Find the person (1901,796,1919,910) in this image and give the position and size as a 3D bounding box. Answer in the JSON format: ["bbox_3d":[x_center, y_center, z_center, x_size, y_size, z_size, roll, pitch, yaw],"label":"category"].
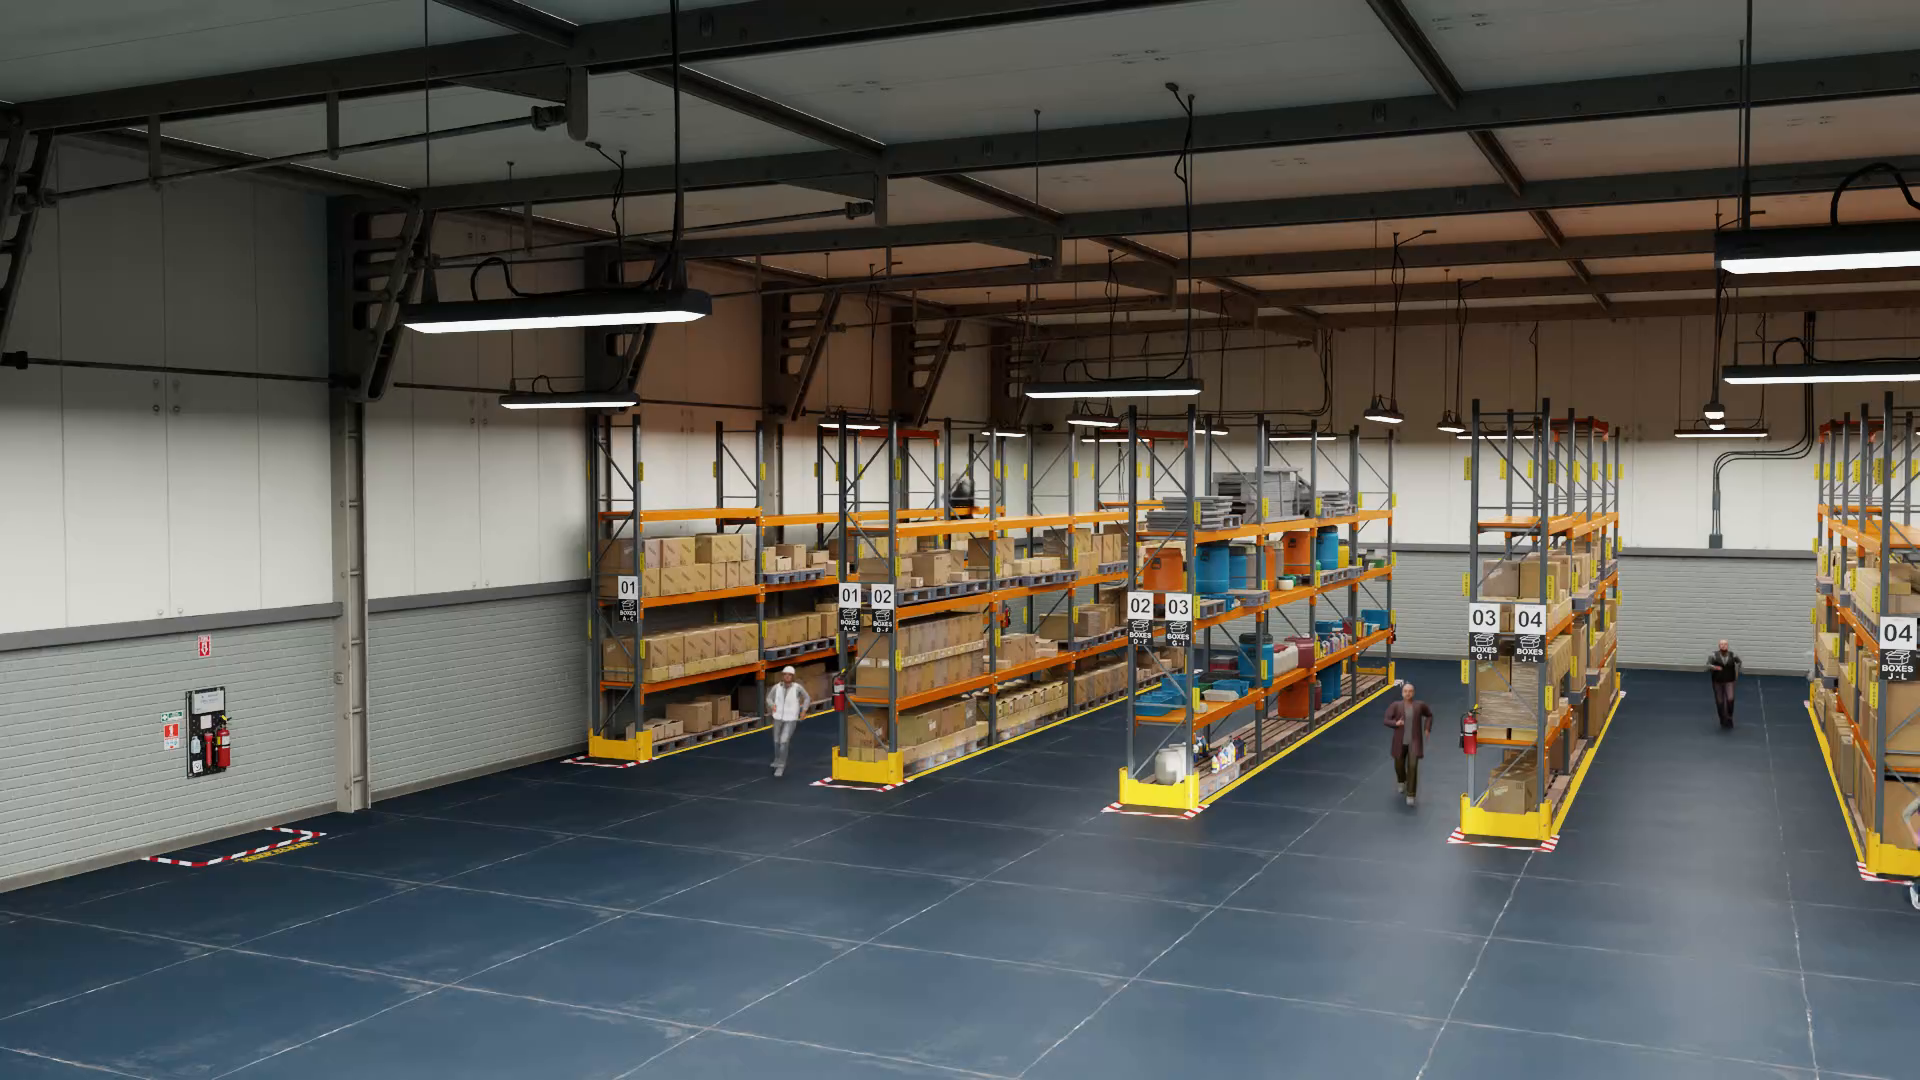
[{"bbox_3d":[11.015,3.440,18.781,0.543,1.567,0.563,-1,2,-15],"label":"person"}]

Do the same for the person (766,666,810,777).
[{"bbox_3d":[-2.888,2.996,27.619,0.710,1.817,0.819,0,2,11],"label":"person"}]

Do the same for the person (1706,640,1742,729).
[{"bbox_3d":[14.949,2.818,32.571,0.640,1.739,0.777,1,3,25],"label":"person"}]

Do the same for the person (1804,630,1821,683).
[{"bbox_3d":[18.776,2.697,36.423,0.521,1.618,0.647,1,3,24],"label":"person"}]

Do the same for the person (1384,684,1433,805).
[{"bbox_3d":[6.780,3.058,25.175,0.715,1.757,1.039,1,2,18],"label":"person"}]
